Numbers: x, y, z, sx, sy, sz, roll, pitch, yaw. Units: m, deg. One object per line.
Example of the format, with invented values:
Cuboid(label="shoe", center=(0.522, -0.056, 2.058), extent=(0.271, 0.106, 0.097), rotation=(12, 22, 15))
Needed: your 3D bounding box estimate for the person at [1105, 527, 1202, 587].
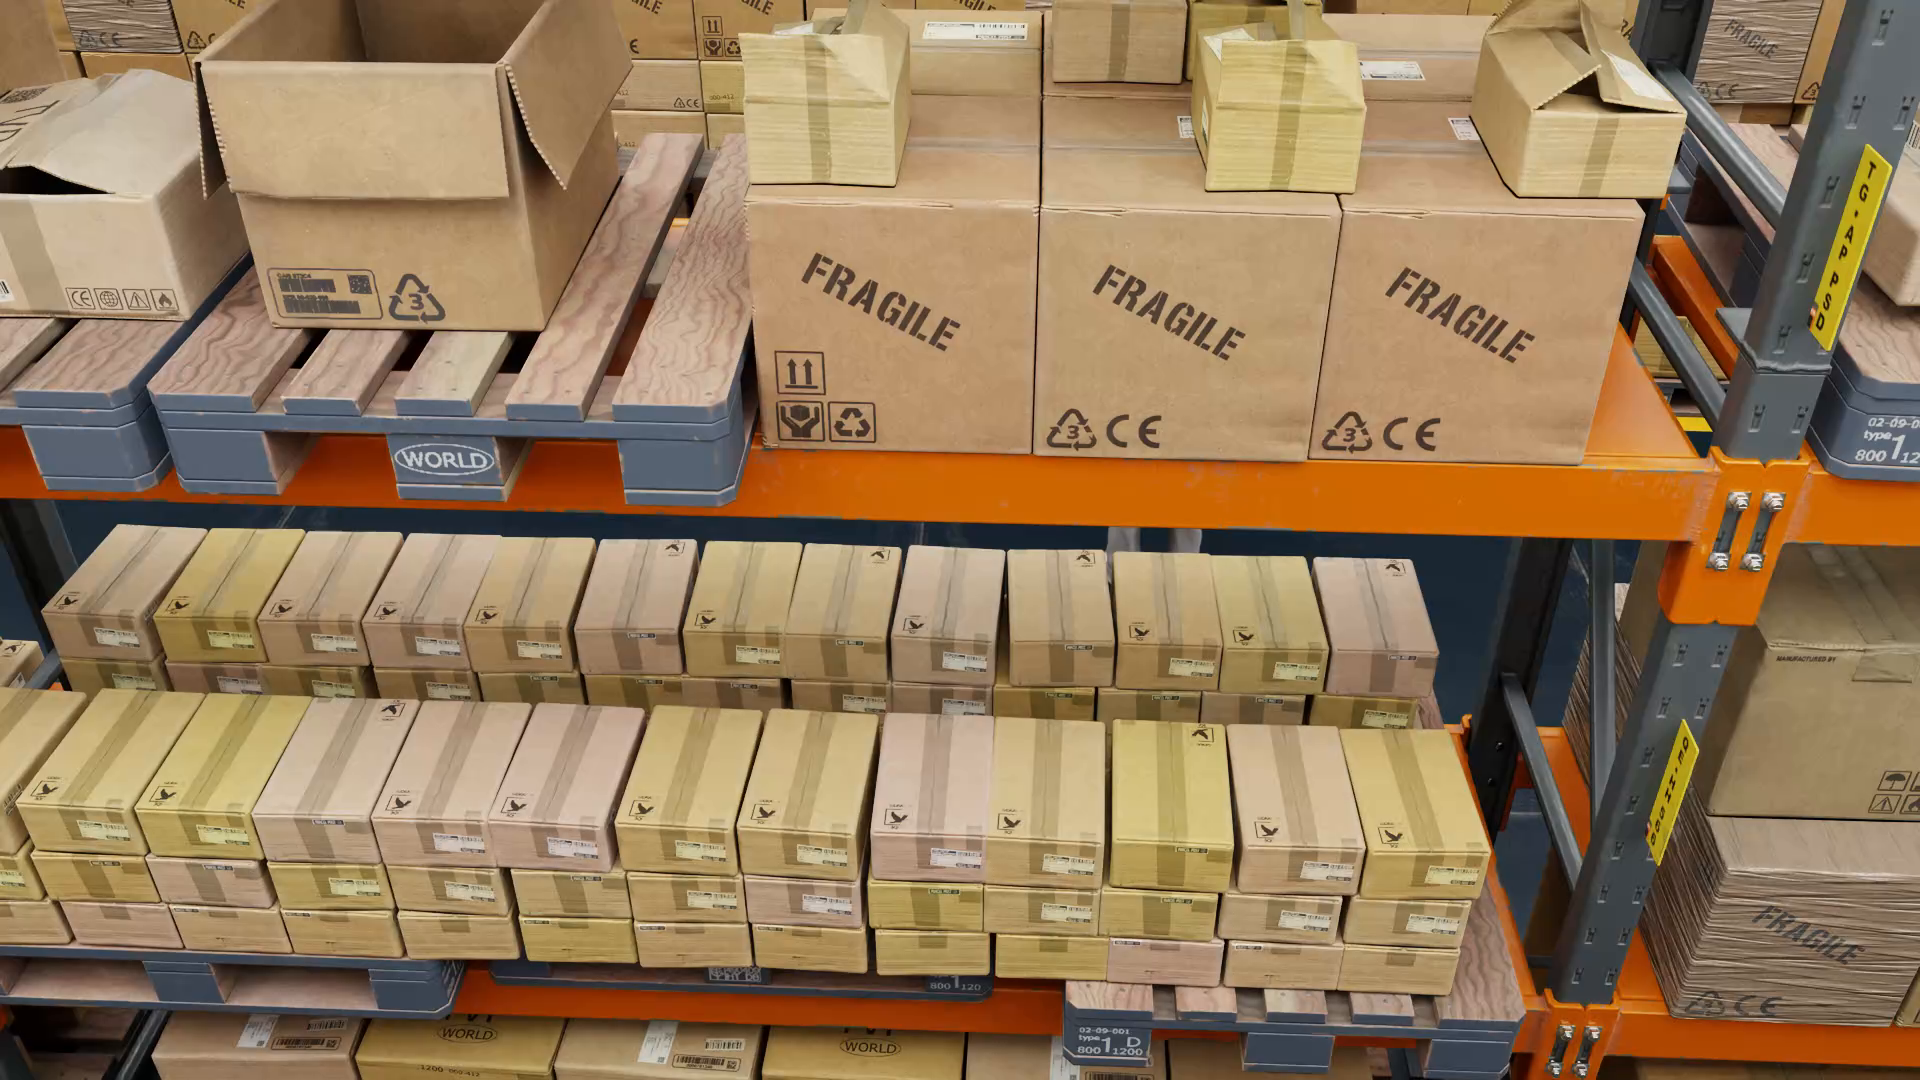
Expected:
Cuboid(label="person", center=(0.827, -0.539, 6.916), extent=(0.577, 1.782, 0.455), rotation=(1, 35, 1))
